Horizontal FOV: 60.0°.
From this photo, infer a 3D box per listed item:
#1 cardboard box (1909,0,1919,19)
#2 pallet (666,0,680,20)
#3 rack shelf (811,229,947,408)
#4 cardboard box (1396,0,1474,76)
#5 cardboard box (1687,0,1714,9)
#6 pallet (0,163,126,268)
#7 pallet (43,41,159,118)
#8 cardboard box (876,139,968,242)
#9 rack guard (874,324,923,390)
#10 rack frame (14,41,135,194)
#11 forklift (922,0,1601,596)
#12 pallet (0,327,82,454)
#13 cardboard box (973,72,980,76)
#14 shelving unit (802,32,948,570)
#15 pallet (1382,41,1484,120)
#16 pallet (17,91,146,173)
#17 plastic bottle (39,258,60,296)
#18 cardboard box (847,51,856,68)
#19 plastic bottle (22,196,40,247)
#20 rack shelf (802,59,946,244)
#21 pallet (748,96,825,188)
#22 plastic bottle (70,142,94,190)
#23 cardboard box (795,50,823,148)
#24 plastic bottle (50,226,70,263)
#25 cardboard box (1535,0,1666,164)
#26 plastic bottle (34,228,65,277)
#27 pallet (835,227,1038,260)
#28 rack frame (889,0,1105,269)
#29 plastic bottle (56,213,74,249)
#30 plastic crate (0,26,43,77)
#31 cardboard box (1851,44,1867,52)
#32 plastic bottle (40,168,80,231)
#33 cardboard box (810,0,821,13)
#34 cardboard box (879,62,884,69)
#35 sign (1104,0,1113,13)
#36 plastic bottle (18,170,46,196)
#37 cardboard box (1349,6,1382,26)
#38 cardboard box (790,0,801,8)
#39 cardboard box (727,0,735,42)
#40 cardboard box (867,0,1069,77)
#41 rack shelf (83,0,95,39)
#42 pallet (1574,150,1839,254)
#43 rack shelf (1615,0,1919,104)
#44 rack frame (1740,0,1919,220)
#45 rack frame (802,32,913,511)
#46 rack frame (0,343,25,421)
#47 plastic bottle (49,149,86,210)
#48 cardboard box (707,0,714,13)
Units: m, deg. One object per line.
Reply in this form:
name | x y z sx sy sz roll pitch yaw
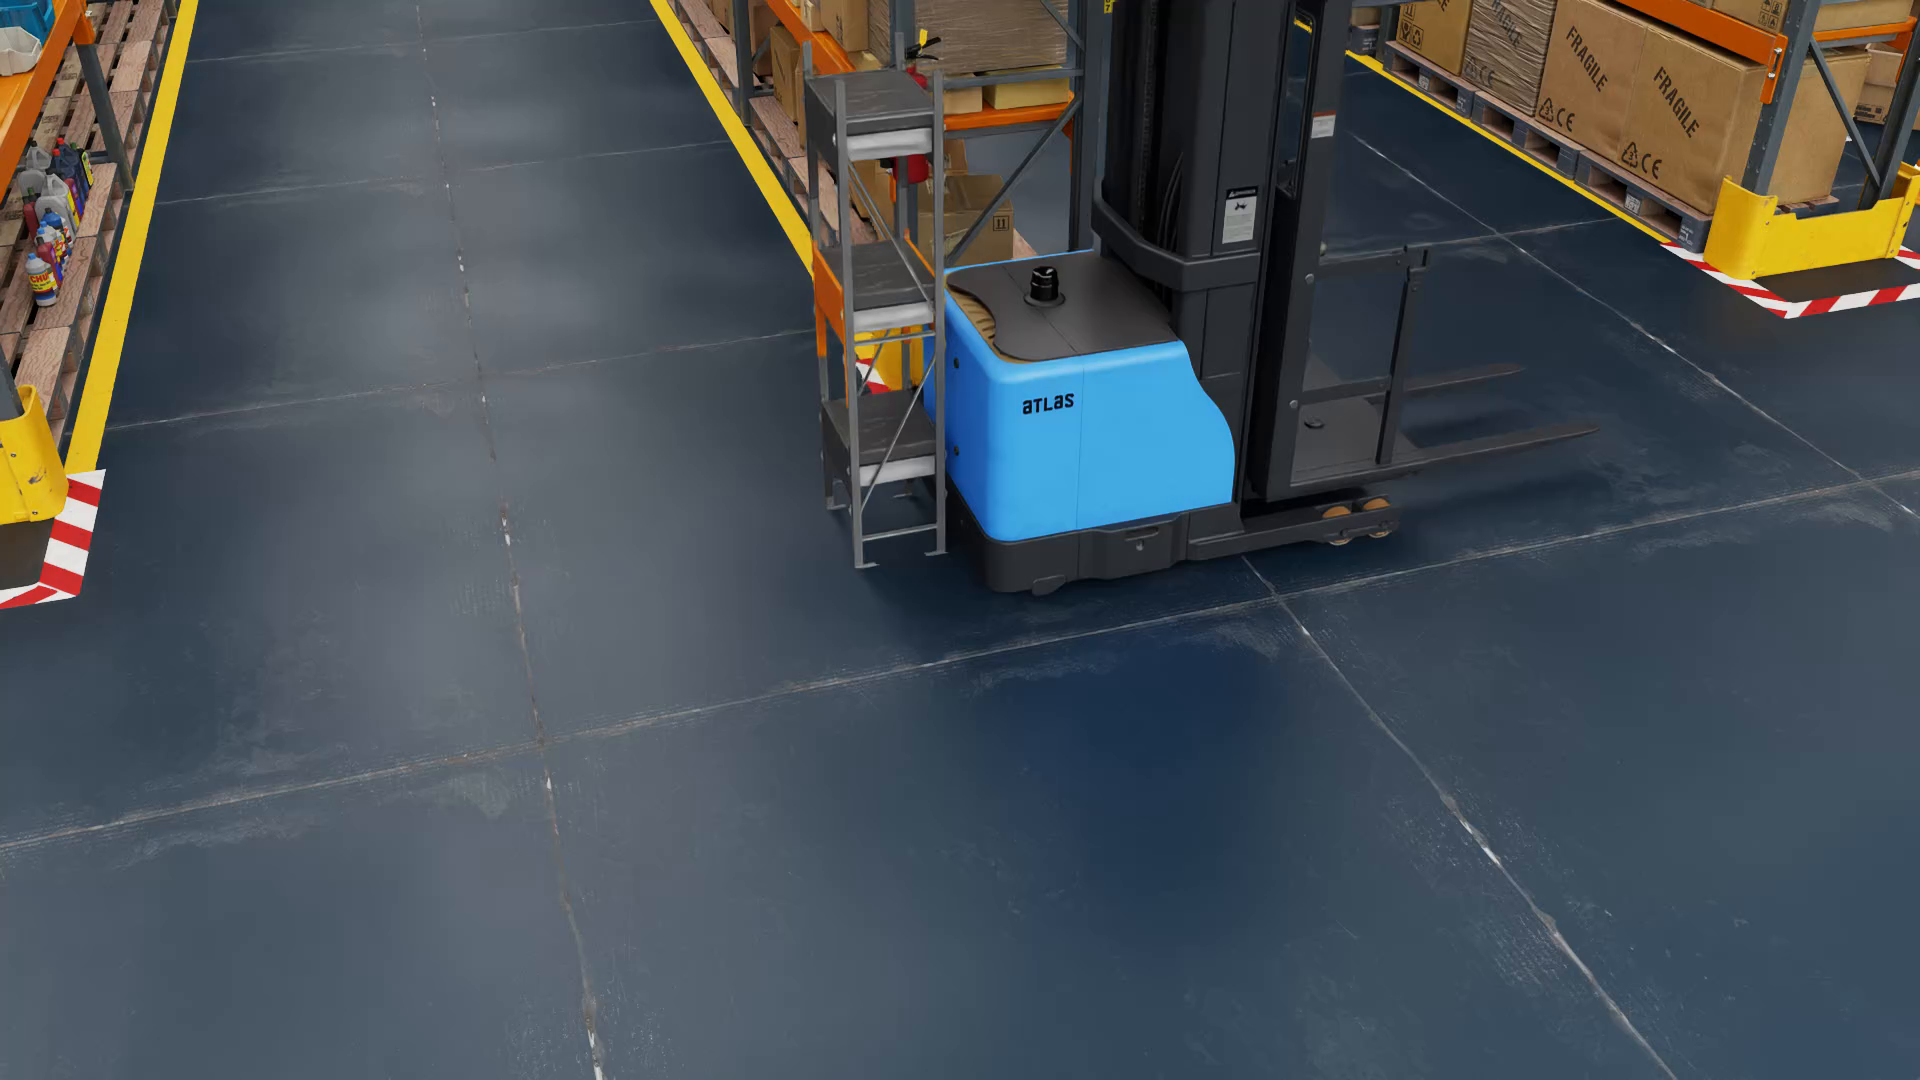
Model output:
cardboard box | 7.422 -4.080 12.969 0.500 0.500 0.500 13 36 18
pallet | -2.030 -4.773 14.282 1.003 0.211 1.213 -10 35 -15
rack shelf | -0.331 -0.904 6.738 0.431 0.518 0.480 -10 35 -15
cardboard box | 3.833 -3.975 12.091 0.875 0.875 0.875 -9 35 -14
cardboard box | 4.583 -3.463 9.633 0.875 0.550 0.550 -10 35 -15
pallet | -5.598 -1.891 9.920 1.003 0.211 1.213 -10 35 -15
pallet | -6.416 -3.298 12.050 1.003 0.211 1.213 -10 35 -15
cardboard box | -0.216 -1.918 9.318 0.500 0.500 0.500 -1 33 -2
rack guard | 0.151 -1.144 8.527 1.175 0.500 0.348 -10 35 -15
rack frame | -5.763 -3.414 9.696 1.000 3.000 0.127 -10 35 -15
forklift | 1.401 -1.466 6.810 3.031 2.935 1.130 -10 35 -15
pallet | -4.854 -0.610 7.981 1.003 0.211 1.213 -10 35 -15
cardboard box | 0.256 -2.366 8.338 0.380 0.149 0.250 -10 35 -15
shelving unit | -0.331 -0.916 6.731 0.431 2.100 0.503 -10 35 -15
pallet | 3.865 -3.452 12.283 1.003 0.211 1.213 -10 35 -15
pallet | -6.040 -2.656 11.078 1.003 0.211 1.213 -10 35 -15
plastic bottle | -4.831 -1.389 8.770 0.097 0.201 0.097 0 33 0
cardboard box | -0.372 -2.545 8.608 0.380 0.149 0.250 -10 35 -15
plastic bottle | -5.191 -1.800 9.318 0.061 0.283 0.133 -10 35 -15
rack shelf | -0.331 -1.488 6.352 0.431 0.518 0.480 -10 35 -15
pallet | -0.808 -2.737 11.200 1.003 0.211 1.213 -10 35 -15
plastic bottle | -5.302 -2.267 10.025 0.061 0.283 0.133 -8 34 -12
cardboard box | -0.781 -2.863 10.748 0.500 0.500 0.500 0 33 1
plastic bottle | -4.965 -1.619 9.118 0.097 0.201 0.097 0 33 0
cardboard box | 4.388 -3.023 10.650 0.875 0.875 0.875 -11 35 -15
plastic bottle | -4.904 -1.543 8.941 0.097 0.271 0.097 0 33 0
pallet | -0.064 -1.456 9.262 1.003 0.211 1.213 -10 35 -15
rack frame | 0.174 -2.147 7.778 1.000 3.000 0.127 -10 35 -15
plastic bottle | -5.027 -1.727 9.281 0.097 0.201 0.097 0 33 0
plastic crate | -5.027 -2.494 8.543 0.530 0.136 0.437 -10 35 -15
cardboard box | 6.371 -3.814 12.443 0.797 0.637 0.503 -10 35 -15
plastic bottle | -5.135 -1.932 9.457 0.144 0.351 0.185 -10 35 -15
cardboard box | -0.346 -3.118 8.887 0.875 0.500 0.500 -10 35 -15
cardboard box | -0.185 -2.288 8.220 0.380 0.149 0.250 -10 35 -15
sign | 0.690 -2.599 7.677 0.100 0.325 0.005 -10 35 -15
plastic bottle | -5.367 -2.033 9.677 0.152 0.276 0.135 -10 35 -15
cardboard box | 3.433 -4.575 13.113 1.050 0.750 0.750 -10 35 -15
cardboard box | -0.797 -3.193 9.590 0.380 0.149 0.250 -10 35 -15
cardboard box | -1.341 -3.967 12.401 0.700 0.500 0.500 -10 35 -15
cardboard box | 0.032 -2.606 8.112 0.875 0.500 0.500 -10 35 -15
rack shelf | -6.373 -4.164 11.483 1.077 0.370 4.000 -10 35 -15
pallet | 4.610 -2.171 10.344 1.003 0.211 1.213 -10 35 -15
rack shelf | 4.318 -3.678 10.747 1.077 0.370 4.000 -10 35 -15
rack frame | 4.928 -2.928 8.960 1.000 3.000 0.127 -10 35 -15
rack frame | -0.407 -1.043 6.924 0.400 2.100 0.015 -10 35 -15
rack frame | -4.543 -1.314 6.517 1.000 3.000 0.127 -10 35 -15
plastic bottle | -5.234 -2.102 9.714 0.144 0.351 0.185 -12 35 -17
cardboard box | -1.682 -4.554 13.289 0.700 0.500 0.500 -7 34 -11
